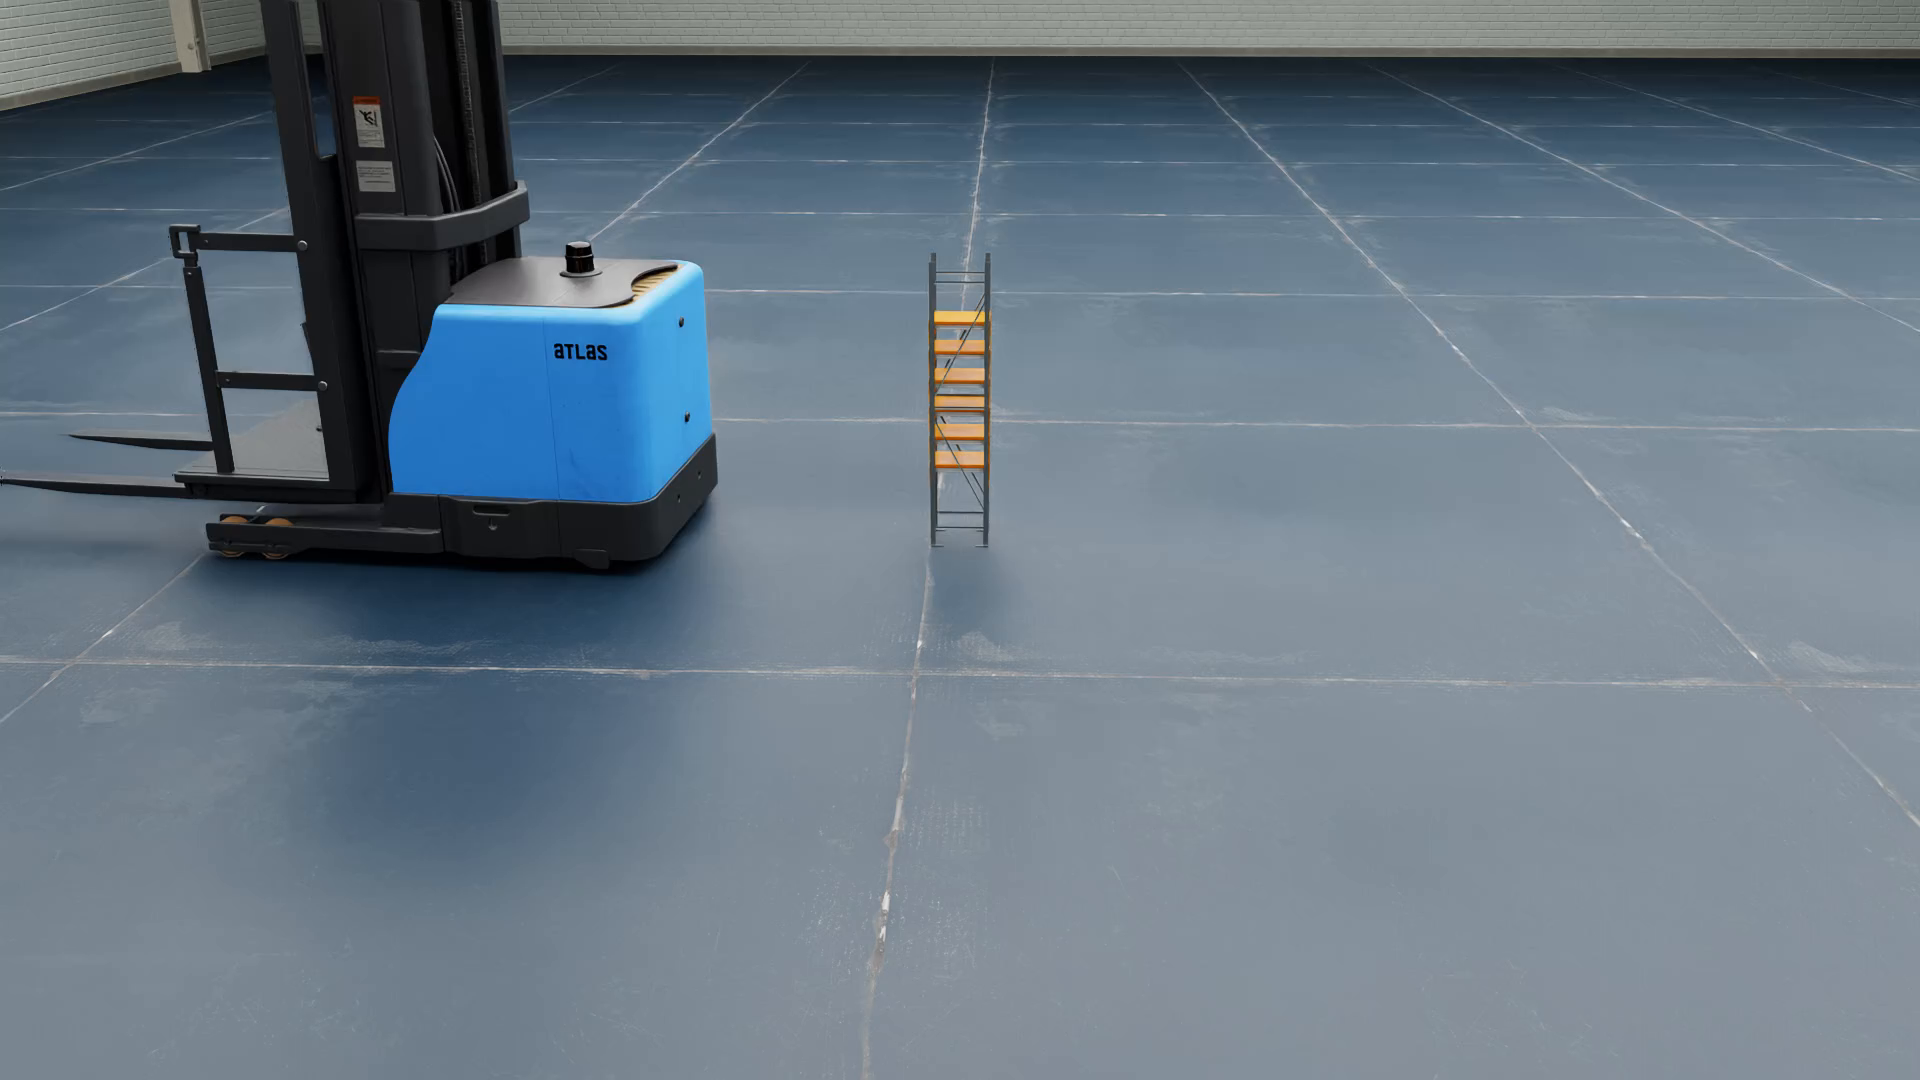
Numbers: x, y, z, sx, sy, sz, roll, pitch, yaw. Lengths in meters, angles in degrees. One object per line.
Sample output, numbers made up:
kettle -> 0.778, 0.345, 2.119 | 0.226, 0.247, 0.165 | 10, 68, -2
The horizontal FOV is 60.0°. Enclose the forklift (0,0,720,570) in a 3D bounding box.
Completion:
forklift -> -2.640, -1.471, 6.769 | 3.031, 2.935, 1.130 | 3, 21, 7

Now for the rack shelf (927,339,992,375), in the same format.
rack shelf -> 0.000, -0.747, 6.755 | 0.258, 0.103, 0.180 | 1, 21, 2

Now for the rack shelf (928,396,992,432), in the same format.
rack shelf -> 0.000, -0.523, 6.841 | 0.258, 0.103, 0.180 | 1, 21, 2

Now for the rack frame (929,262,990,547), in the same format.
rack frame -> -0.002, -0.532, 6.740 | 0.240, 1.200, 0.006 | 1, 21, 2

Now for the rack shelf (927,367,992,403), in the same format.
rack shelf -> 0.000, -0.635, 6.798 | 0.258, 0.103, 0.180 | 1, 21, 2

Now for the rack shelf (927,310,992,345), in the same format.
rack shelf -> 0.000, -0.859, 6.711 | 0.258, 0.103, 0.180 | 1, 21, 2

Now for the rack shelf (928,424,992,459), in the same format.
rack shelf -> 0.000, -0.411, 6.885 | 0.258, 0.103, 0.180 | 1, 21, 2

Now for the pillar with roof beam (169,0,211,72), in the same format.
pillar with roof beam -> -7.523, -11.407, 23.988 | 9.100, 9.000, 0.400 | 1, 21, 2

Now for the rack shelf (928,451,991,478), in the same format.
rack shelf -> 0.000, -0.299, 6.928 | 0.258, 0.103, 0.180 | 1, 21, 2

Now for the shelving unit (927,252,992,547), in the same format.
shelving unit -> 0.000, -0.565, 6.825 | 0.258, 1.200, 0.189 | 1, 21, 2

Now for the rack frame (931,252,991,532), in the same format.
rack frame -> 0.003, -0.598, 6.911 | 0.240, 1.200, 0.006 | 1, 21, 2
